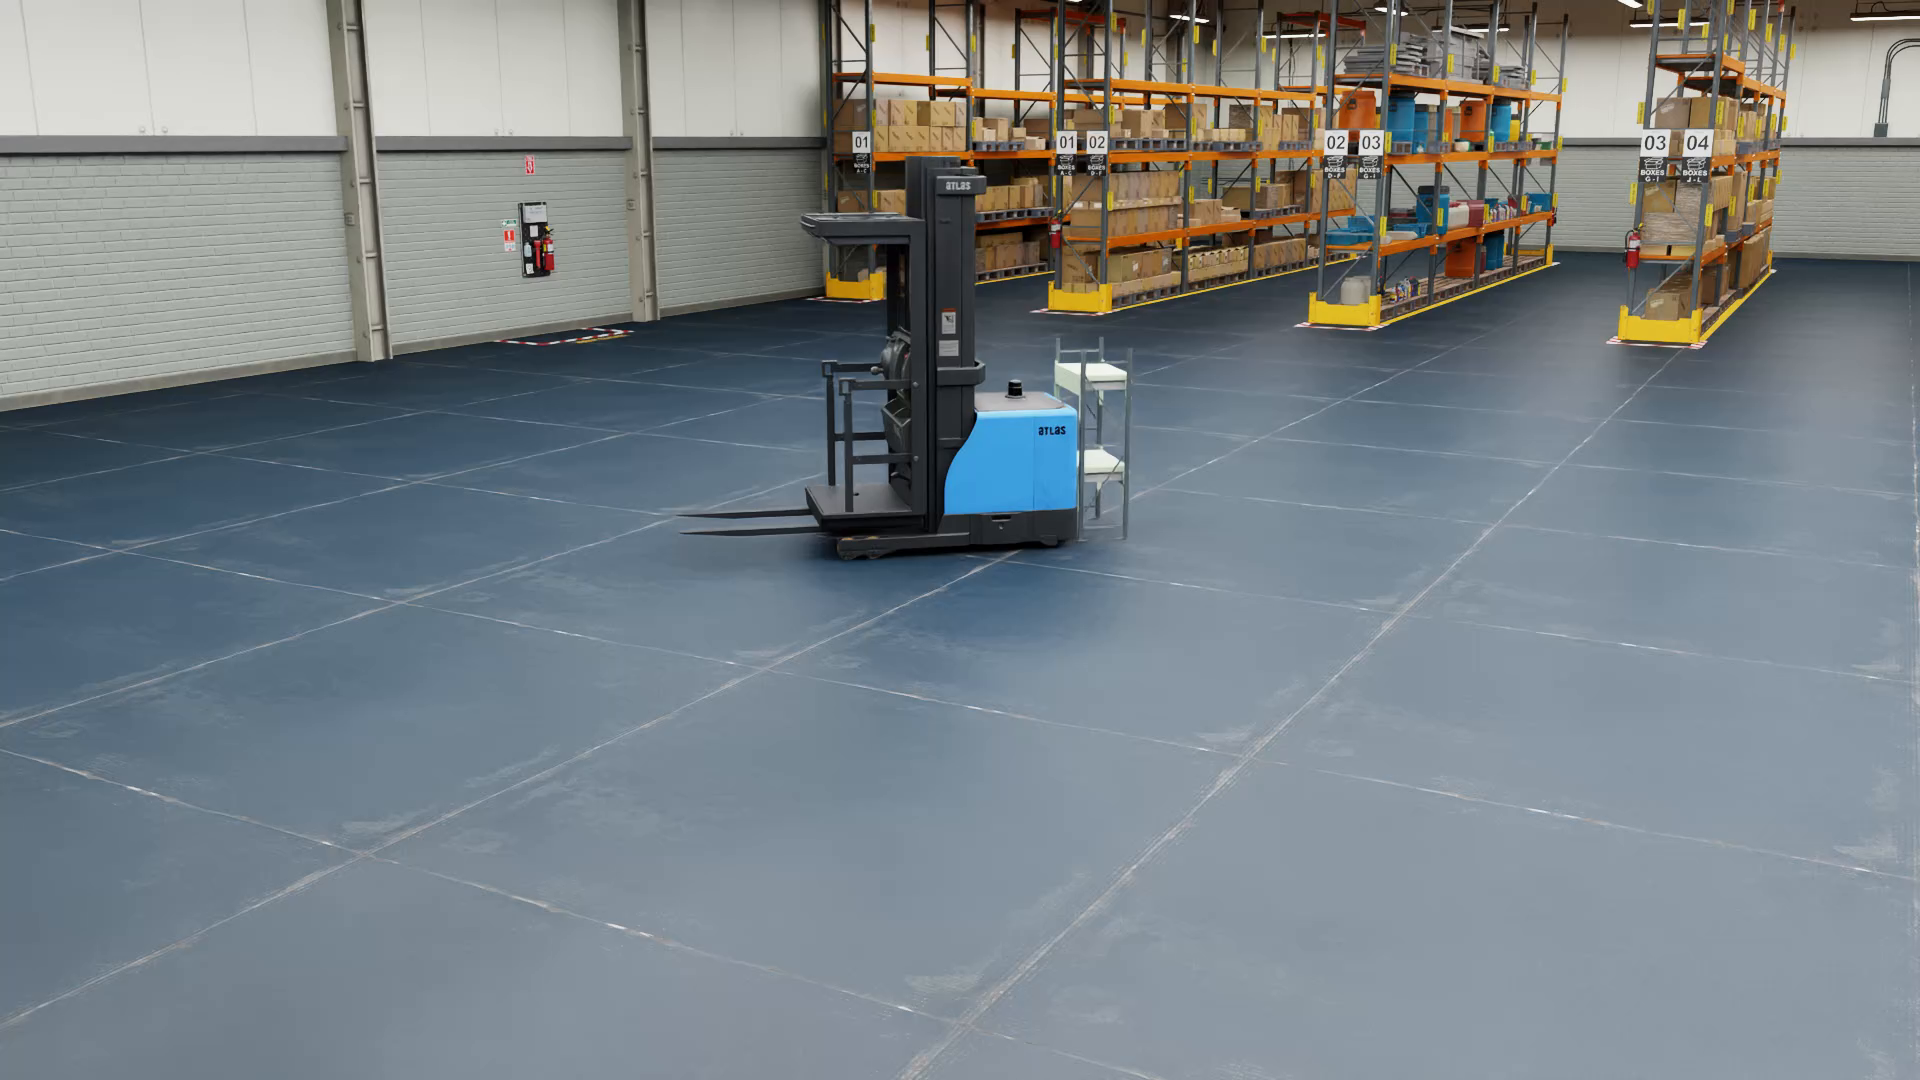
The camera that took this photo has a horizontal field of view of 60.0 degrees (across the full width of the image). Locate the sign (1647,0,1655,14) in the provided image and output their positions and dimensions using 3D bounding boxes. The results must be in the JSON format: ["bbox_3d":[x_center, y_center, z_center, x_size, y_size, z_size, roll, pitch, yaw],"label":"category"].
[{"bbox_3d":[10.406,-8.083,25.032,0.100,0.325,0.005,7,15,28],"label":"sign"}]

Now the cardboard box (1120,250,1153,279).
[{"bbox_3d":[3.394,-5.316,32.056,0.500,0.500,0.500,7,15,28],"label":"cardboard box"}]

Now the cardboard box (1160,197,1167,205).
[{"bbox_3d":[3.830,-6.638,32.570,0.380,0.149,0.250,7,15,28],"label":"cardboard box"}]

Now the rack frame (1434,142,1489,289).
[{"bbox_3d":[10.414,-6.771,34.721,1.000,3.000,0.127,7,15,28],"label":"rack frame"}]

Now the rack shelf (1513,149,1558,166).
[{"bbox_3d":[13.315,-9.111,39.559,1.077,0.370,4.000,7,15,28],"label":"rack shelf"}]

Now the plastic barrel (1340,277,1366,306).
[{"bbox_3d":[6.798,-4.268,28.751,0.421,0.512,0.421,0,14,0],"label":"plastic barrel"}]

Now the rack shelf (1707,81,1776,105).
[{"bbox_3d":[15.717,-8.993,33.523,1.077,0.370,4.000,7,15,28],"label":"rack shelf"}]

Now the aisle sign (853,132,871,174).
[{"bbox_3d":[-1.898,-7.468,32.061,0.394,0.787,0.004,7,15,28],"label":"aisle sign"}]

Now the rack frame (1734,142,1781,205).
[{"bbox_3d":[18.617,-7.851,39.201,1.000,3.000,0.127,7,15,28],"label":"rack frame"}]

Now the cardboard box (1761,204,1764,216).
[{"bbox_3d":[17.140,-7.169,36.056,0.500,0.250,0.500,7,15,27],"label":"cardboard box"}]

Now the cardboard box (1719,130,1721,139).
[{"bbox_3d":[11.757,-6.383,26.181,0.380,0.149,0.250,7,15,28],"label":"cardboard box"}]

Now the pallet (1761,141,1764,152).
[{"bbox_3d":[16.284,-8.202,34.664,0.805,0.209,1.217,7,15,26],"label":"pallet"}]

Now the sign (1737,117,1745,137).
[{"bbox_3d":[13.295,-7.039,28.328,0.100,0.325,0.005,7,15,28],"label":"sign"}]

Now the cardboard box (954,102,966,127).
[{"bbox_3d":[-0.197,-8.942,34.936,0.500,0.500,0.500,6,15,23],"label":"cardboard box"}]

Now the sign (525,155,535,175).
[{"bbox_3d":[-6.764,-5.897,26.148,0.001,0.298,0.199,7,15,28],"label":"sign"}]

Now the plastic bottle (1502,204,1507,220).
[{"bbox_3d":[12.101,-7.304,37.037,0.144,0.351,0.185,7,15,28],"label":"plastic bottle"}]

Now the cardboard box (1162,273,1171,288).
[{"bbox_3d":[3.863,-5.159,33.002,0.500,0.250,0.500,7,15,28],"label":"cardboard box"}]

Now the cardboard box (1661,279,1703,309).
[{"bbox_3d":[12.318,-4.183,28.420,0.500,0.500,0.500,-12,18,-41],"label":"cardboard box"}]

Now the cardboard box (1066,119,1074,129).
[{"bbox_3d":[2.415,-9.947,40.342,0.700,0.500,0.500,8,16,31],"label":"cardboard box"}]

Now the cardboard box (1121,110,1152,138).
[{"bbox_3d":[3.255,-7.781,31.099,0.500,0.500,0.500,7,15,28],"label":"cardboard box"}]

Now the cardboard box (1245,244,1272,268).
[{"bbox_3d":[6.798,-6.501,37.994,0.500,0.500,0.500,7,15,26],"label":"cardboard box"}]

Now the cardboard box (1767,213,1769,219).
[{"bbox_3d":[17.994,-7.305,37.472,0.380,0.149,0.250,8,16,29],"label":"cardboard box"}]

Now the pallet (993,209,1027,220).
[{"bbox_3d":[0.820,-7.390,37.695,1.003,0.211,1.213,7,15,28],"label":"pallet"}]

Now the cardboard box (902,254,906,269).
[{"bbox_3d":[-1.039,-5.645,34.442,0.700,0.500,0.500,6,15,25],"label":"cardboard box"}]

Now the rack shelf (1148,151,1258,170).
[{"bbox_3d":[5.113,-8.031,35.082,1.077,0.370,4.000,7,15,28],"label":"rack shelf"}]

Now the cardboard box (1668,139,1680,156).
[{"bbox_3d":[10.893,-6.082,25.781,0.500,0.250,0.500,8,16,29],"label":"cardboard box"}]

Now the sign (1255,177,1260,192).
[{"bbox_3d":[6.567,-7.834,36.658,0.100,0.325,0.005,7,15,28],"label":"sign"}]

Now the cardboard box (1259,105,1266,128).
[{"bbox_3d":[6.543,-9.520,37.373,0.500,0.500,0.500,7,15,28],"label":"cardboard box"}]

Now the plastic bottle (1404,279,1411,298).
[{"bbox_3d":[8.172,-4.606,30.454,0.144,0.351,0.185,7,15,28],"label":"plastic bottle"}]

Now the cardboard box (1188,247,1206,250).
[{"bbox_3d":[5.074,-6.186,36.067,0.500,0.311,0.500,7,15,27],"label":"cardboard box"}]

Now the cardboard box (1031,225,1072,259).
[{"bbox_3d":[2.212,-7.189,40.143,0.750,0.750,0.750,7,15,27],"label":"cardboard box"}]

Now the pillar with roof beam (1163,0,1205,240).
[{"bbox_3d":[9.926,-12.616,46.162,9.100,9.000,0.548,7,15,28],"label":"pillar with roof beam"}]

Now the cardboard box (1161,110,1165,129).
[{"bbox_3d":[5.243,-11.255,44.530,0.500,0.500,0.500,8,16,30],"label":"cardboard box"}]

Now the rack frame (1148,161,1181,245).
[{"bbox_3d":[5.609,-9.535,46.184,1.000,3.000,0.127,7,15,28],"label":"rack frame"}]

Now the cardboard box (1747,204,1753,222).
[{"bbox_3d":[15.470,-6.434,33.107,0.500,0.500,0.500,7,15,27],"label":"cardboard box"}]

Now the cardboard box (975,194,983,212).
[{"bbox_3d":[0.084,-7.436,36.326,0.700,0.500,0.500,7,15,28],"label":"cardboard box"}]

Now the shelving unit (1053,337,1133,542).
[{"bbox_3d":[1.041,-0.813,13.204,0.431,1.500,0.755,-3,14,-12],"label":"shelving unit"}]

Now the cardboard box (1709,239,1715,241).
[{"bbox_3d":[12.232,-4.884,27.428,0.380,0.149,0.250,7,15,28],"label":"cardboard box"}]

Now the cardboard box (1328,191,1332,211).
[{"bbox_3d":[8.987,-8.484,41.611,0.500,0.500,0.500,7,15,28],"label":"cardboard box"}]

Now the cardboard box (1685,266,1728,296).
[{"bbox_3d":[13.918,-4.837,31.091,0.700,0.500,0.500,9,16,33],"label":"cardboard box"}]

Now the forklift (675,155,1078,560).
[{"bbox_3d":[-0.665,-1.411,12.631,3.031,2.935,1.130,-3,14,-12],"label":"forklift"}]

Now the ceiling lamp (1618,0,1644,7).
[{"bbox_3d":[14.394,-12.858,34.712,0.800,3.185,2.000,7,15,28],"label":"ceiling lamp"}]

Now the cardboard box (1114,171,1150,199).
[{"bbox_3d":[3.209,-6.791,31.822,0.700,0.500,0.500,7,15,28],"label":"cardboard box"}]

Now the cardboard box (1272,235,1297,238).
[{"bbox_3d":[8.041,-7.302,41.315,0.500,0.500,0.500,7,15,28],"label":"cardboard box"}]

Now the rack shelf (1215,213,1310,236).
[{"bbox_3d":[7.047,-7.394,38.838,1.077,0.370,4.000,7,15,28],"label":"rack shelf"}]

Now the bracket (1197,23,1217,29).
[{"bbox_3d":[7.529,-15.263,49.464,0.076,0.066,3.189,7,15,28],"label":"bracket"}]

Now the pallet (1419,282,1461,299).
[{"bbox_3d":[9.415,-5.012,33.372,1.003,0.211,1.213,7,15,28],"label":"pallet"}]

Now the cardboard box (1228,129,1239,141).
[{"bbox_3d":[5.672,-8.714,35.801,0.500,0.250,0.500,8,16,30],"label":"cardboard box"}]

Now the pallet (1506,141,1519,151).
[{"bbox_3d":[11.509,-8.553,36.116,1.003,0.211,1.213,7,15,28],"label":"pallet"}]

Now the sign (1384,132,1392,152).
[{"bbox_3d":[7.026,-6.529,27.298,0.100,0.325,0.005,7,15,28],"label":"sign"}]

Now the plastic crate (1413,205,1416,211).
[{"bbox_3d":[9.365,-6.506,33.482,0.402,0.464,0.583,7,15,28],"label":"plastic crate"}]

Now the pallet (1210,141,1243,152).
[{"bbox_3d":[5.292,-8.321,35.150,1.003,0.211,1.213,8,16,31],"label":"pallet"}]
